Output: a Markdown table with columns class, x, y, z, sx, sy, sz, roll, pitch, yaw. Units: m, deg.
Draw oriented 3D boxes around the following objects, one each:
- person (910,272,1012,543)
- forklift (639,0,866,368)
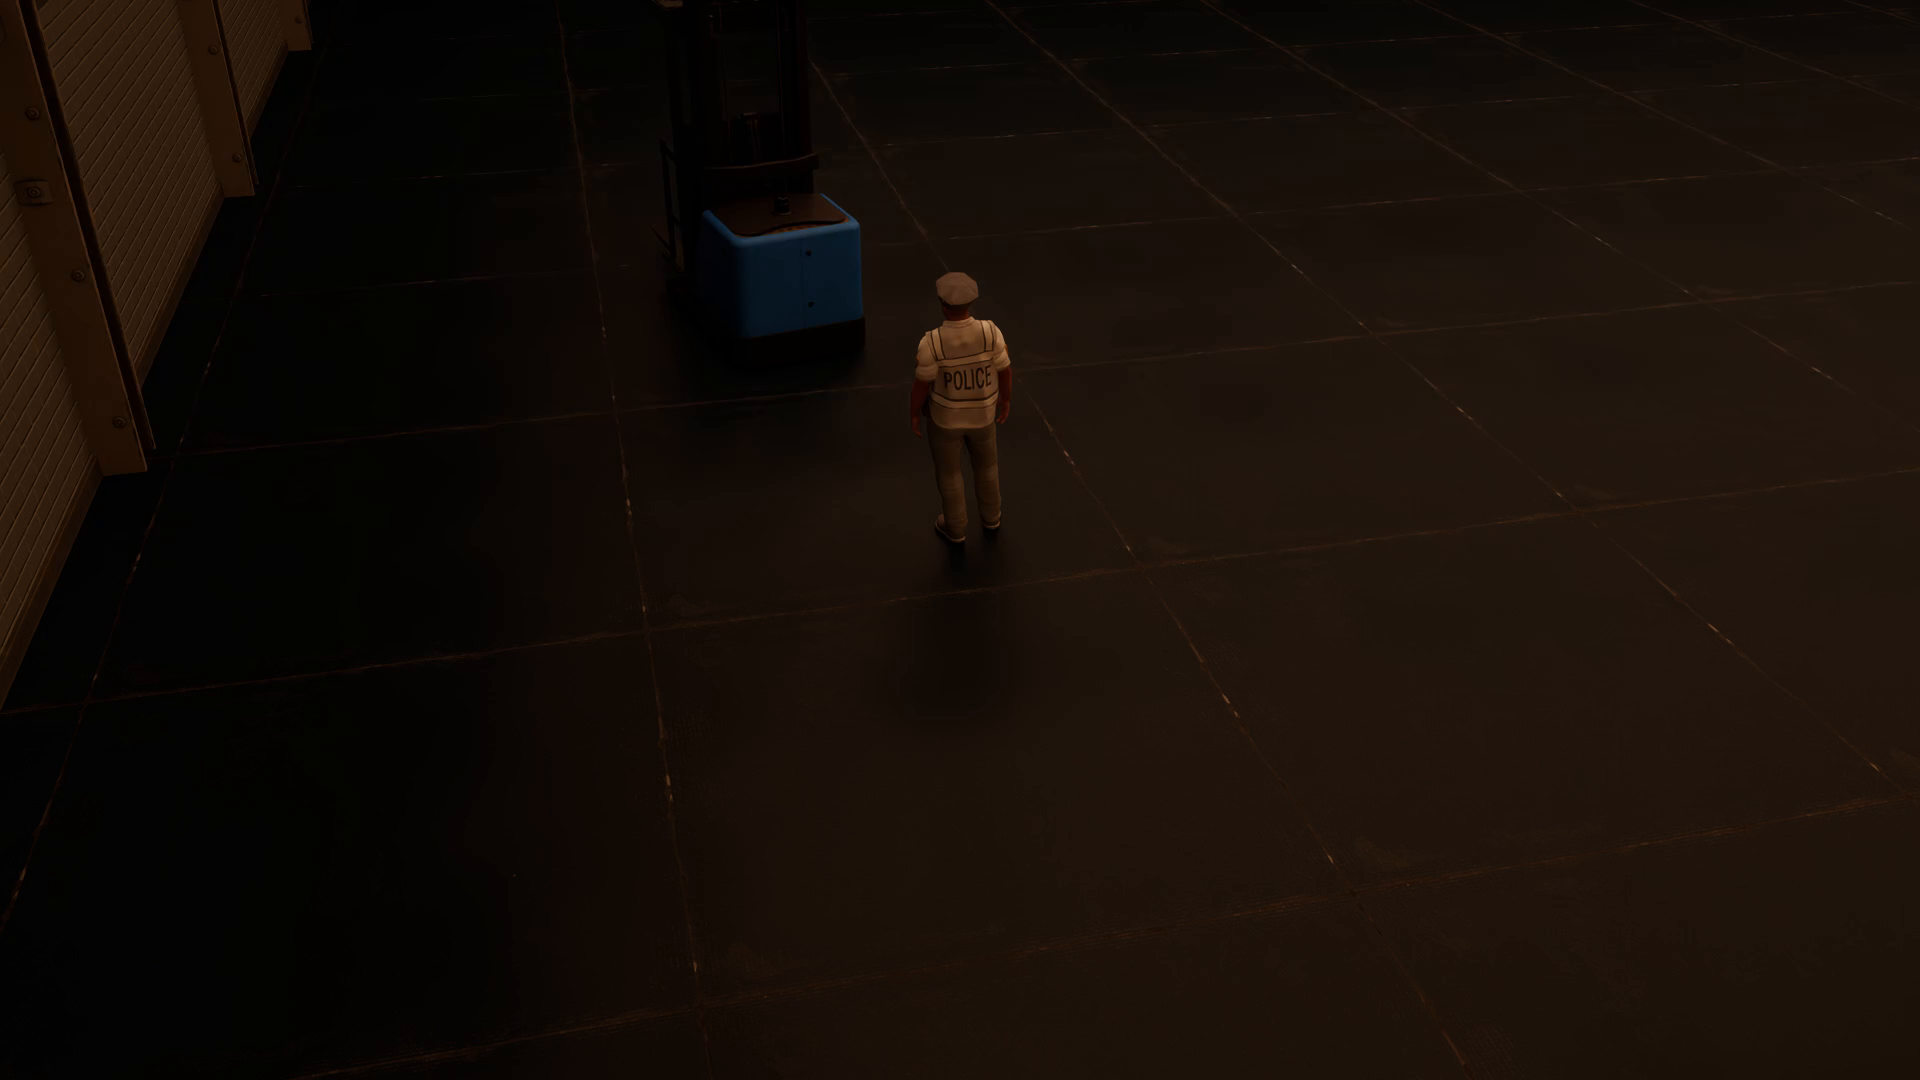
| class | x | y | z | sx | sy | sz | roll | pitch | yaw |
| --- | --- | --- | --- | --- | --- | --- | --- | --- | --- |
| person | -0.007 | -0.818 | 10.118 | 0.641 | 1.780 | 0.574 | -7 | 31 | -12 |
| forklift | -1.822 | -3.291 | 13.260 | 1.130 | 2.935 | 3.031 | -13 | 33 | -22 |
